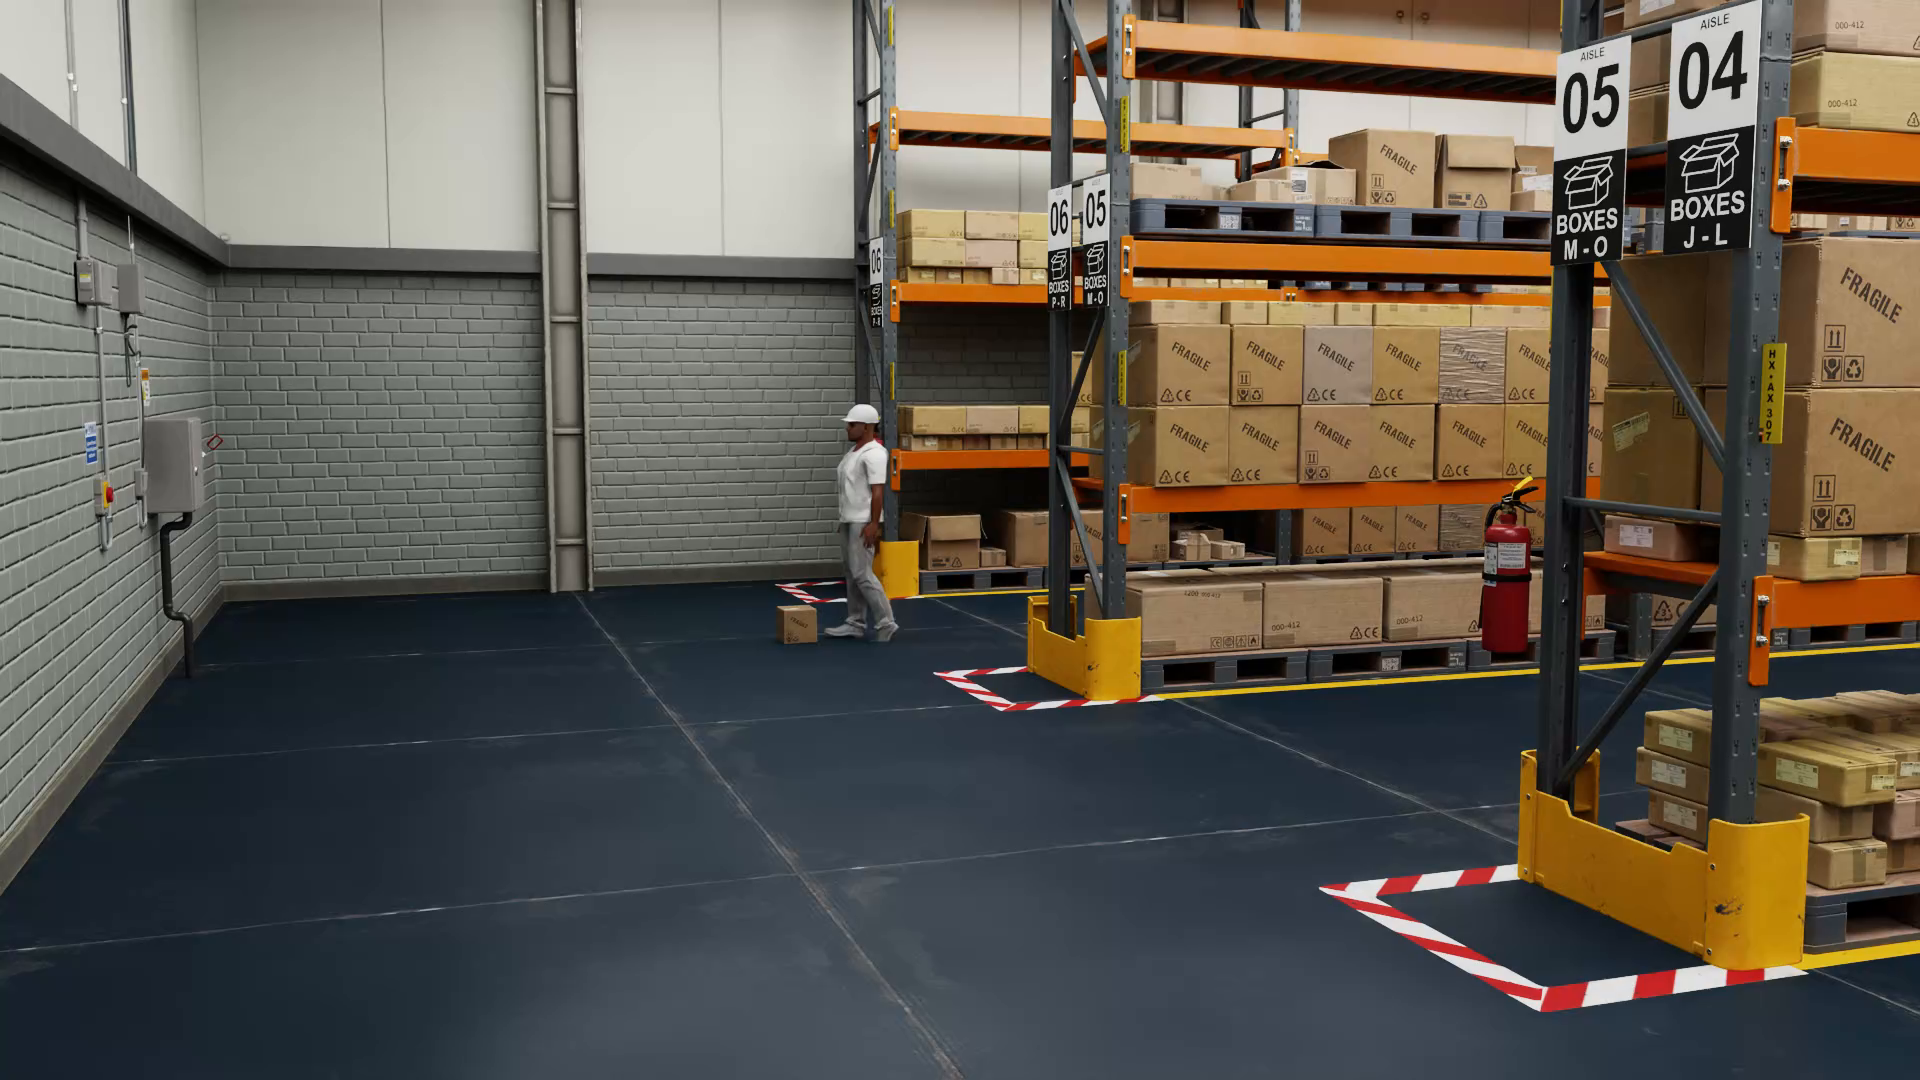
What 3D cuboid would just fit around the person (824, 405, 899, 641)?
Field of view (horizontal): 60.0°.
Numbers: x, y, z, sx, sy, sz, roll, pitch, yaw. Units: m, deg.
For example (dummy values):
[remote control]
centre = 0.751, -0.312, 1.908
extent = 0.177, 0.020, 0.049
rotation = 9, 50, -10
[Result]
[person]
centre = -0.768, -0.103, 12.570
extent = 0.513, 1.835, 0.585
rotation = -2, 6, -19
